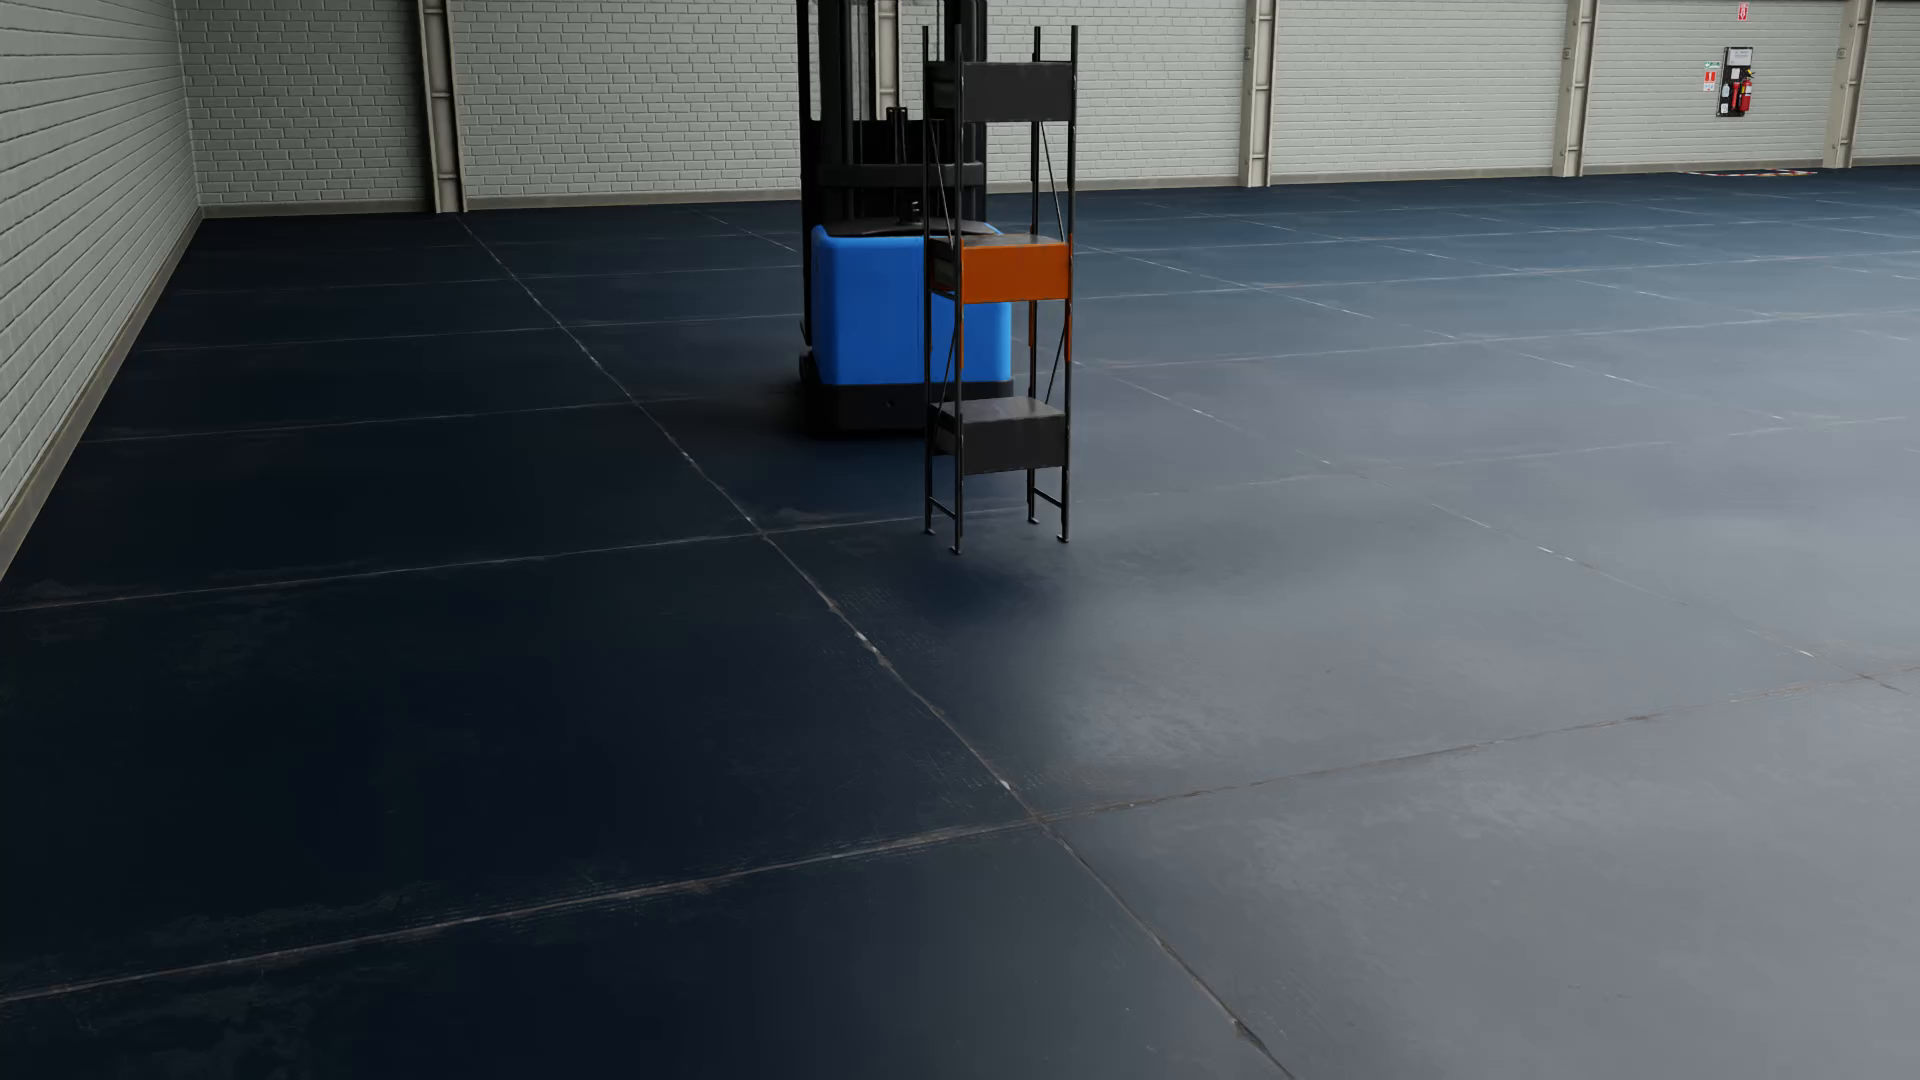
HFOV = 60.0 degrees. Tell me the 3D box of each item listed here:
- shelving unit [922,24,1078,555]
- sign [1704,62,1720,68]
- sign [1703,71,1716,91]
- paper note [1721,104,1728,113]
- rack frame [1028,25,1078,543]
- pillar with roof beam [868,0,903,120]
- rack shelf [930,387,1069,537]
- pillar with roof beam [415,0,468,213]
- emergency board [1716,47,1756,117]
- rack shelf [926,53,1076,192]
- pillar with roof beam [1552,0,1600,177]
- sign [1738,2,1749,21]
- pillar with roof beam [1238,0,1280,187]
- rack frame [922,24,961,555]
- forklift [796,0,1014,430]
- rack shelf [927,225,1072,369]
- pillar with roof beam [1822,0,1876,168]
[{"bbox_3d":[0.155,-1.024,6.859,0.503,2.100,0.431,-6,17,-20],"label":"shelving unit"},{"bbox_3d":[12.900,-8.147,28.514,0.331,0.109,0.001,-6,17,-20],"label":"sign"},{"bbox_3d":[12.893,-7.895,28.595,0.234,0.329,0.001,-6,17,-20],"label":"sign"},{"bbox_3d":[13.256,-7.484,28.823,0.142,0.148,0.016,-6,17,-20],"label":"paper note"},{"bbox_3d":[0.382,-1.049,6.943,0.015,2.100,0.400,-6,17,-20],"label":"rack frame"},{"bbox_3d":[0.499,-8.076,18.630,0.400,9.000,9.100,-6,17,-20],"label":"pillar with roof beam"},{"bbox_3d":[0.155,-0.339,7.060,0.480,0.518,0.431,-6,17,-20],"label":"rack shelf"},{"bbox_3d":[-5.103,-7.471,16.570,0.400,9.000,9.100,-6,17,-20],"label":"pillar with roof beam"},{"bbox_3d":[13.446,-7.906,28.698,0.643,1.169,0.194,-6,17,-20],"label":"emergency board"},{"bbox_3d":[0.155,-1.683,6.666,0.480,0.518,0.431,-6,17,-20],"label":"rack shelf"},{"bbox_3d":[11.705,-9.286,22.749,0.400,9.000,9.100,-6,17,-20],"label":"pillar with roof beam"},{"bbox_3d":[13.403,-9.044,28.457,0.199,0.298,0.001,-6,17,-20],"label":"sign"},{"bbox_3d":[6.102,-8.681,20.689,0.400,9.000,9.100,-6,17,-20],"label":"pillar with roof beam"},{"bbox_3d":[-0.073,-1.000,6.775,0.015,2.100,0.400,-6,17,-20],"label":"rack frame"},{"bbox_3d":[-0.421,-2.358,9.928,1.130,2.935,3.031,-2,17,-7],"label":"forklift"},{"bbox_3d":[0.155,-1.011,6.863,0.480,0.518,0.431,-6,17,-20],"label":"rack shelf"},{"bbox_3d":[17.308,-9.891,24.809,0.400,9.000,9.100,-6,17,-20],"label":"pillar with roof beam"}]
